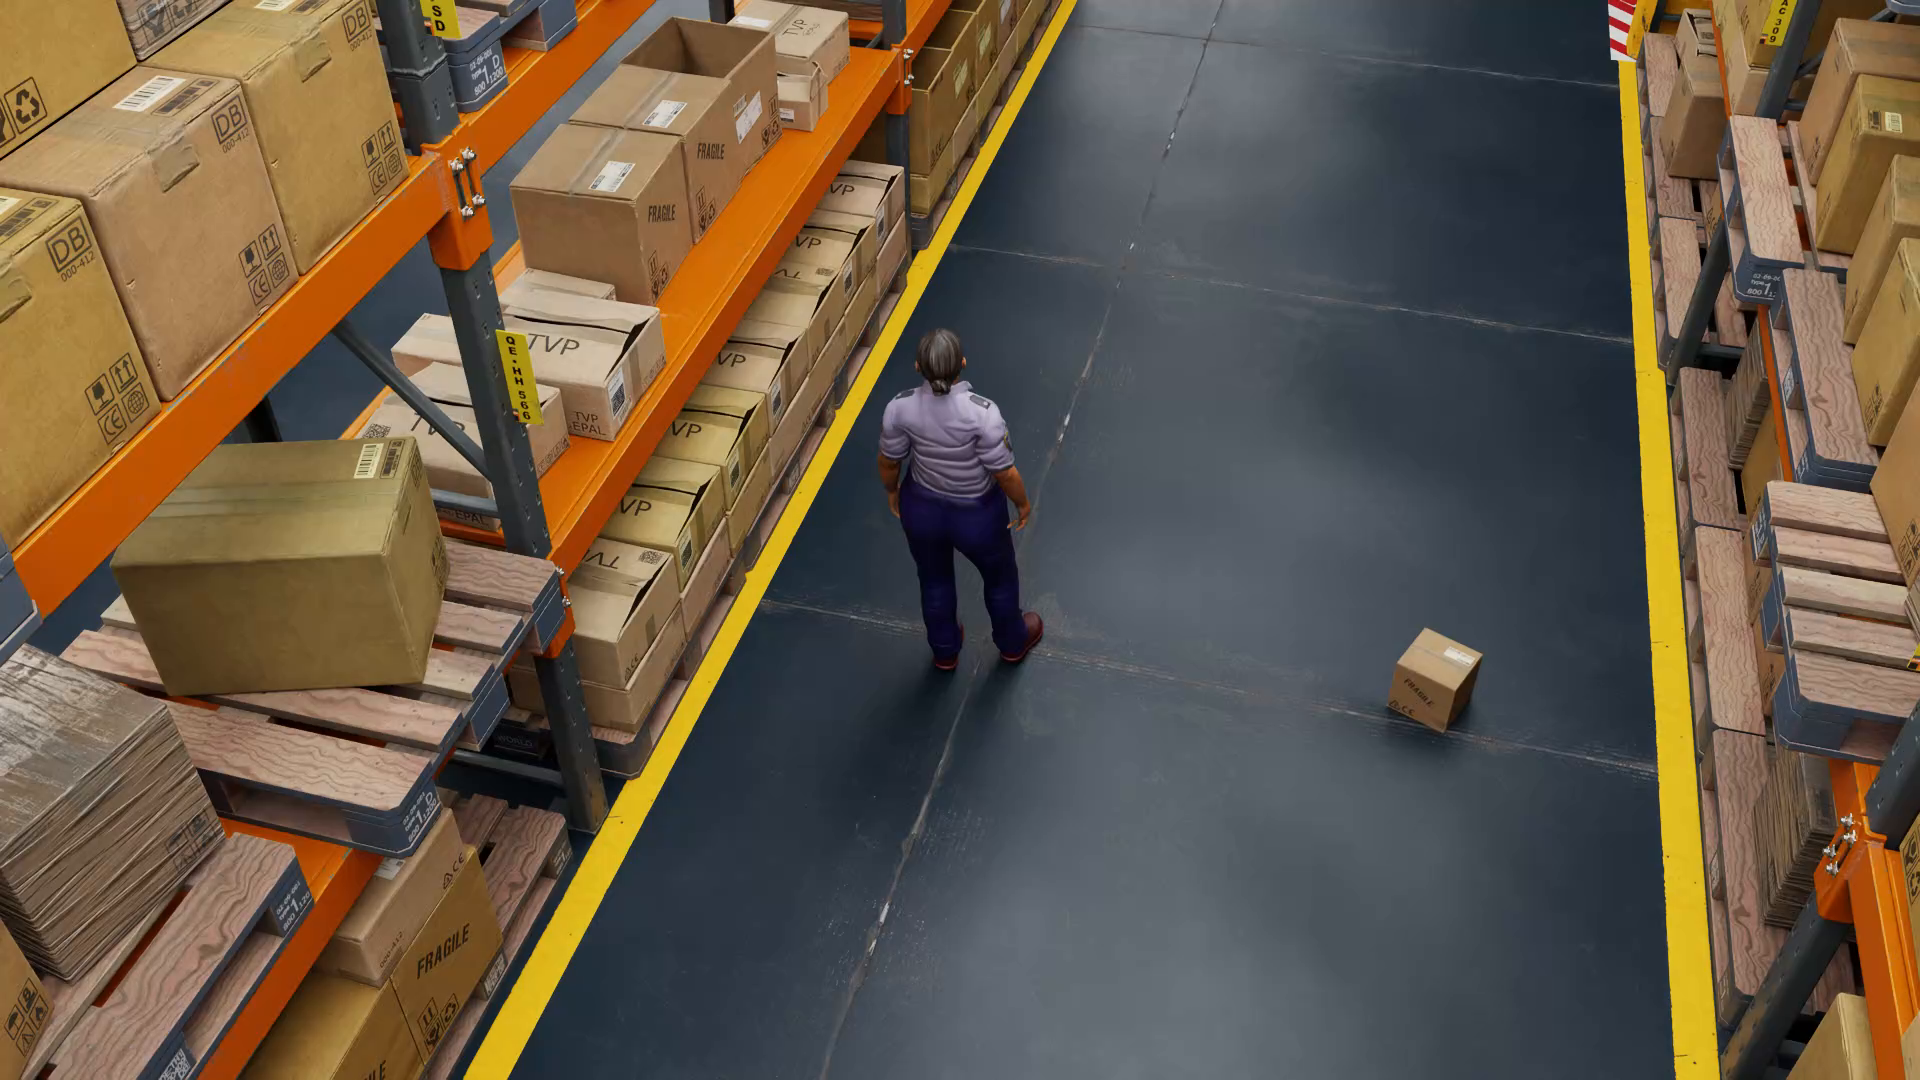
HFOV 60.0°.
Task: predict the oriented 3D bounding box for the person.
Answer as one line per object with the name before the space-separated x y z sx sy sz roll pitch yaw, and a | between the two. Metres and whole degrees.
person | 0.068 0.059 6.556 0.501 1.032 0.461 10 42 11
